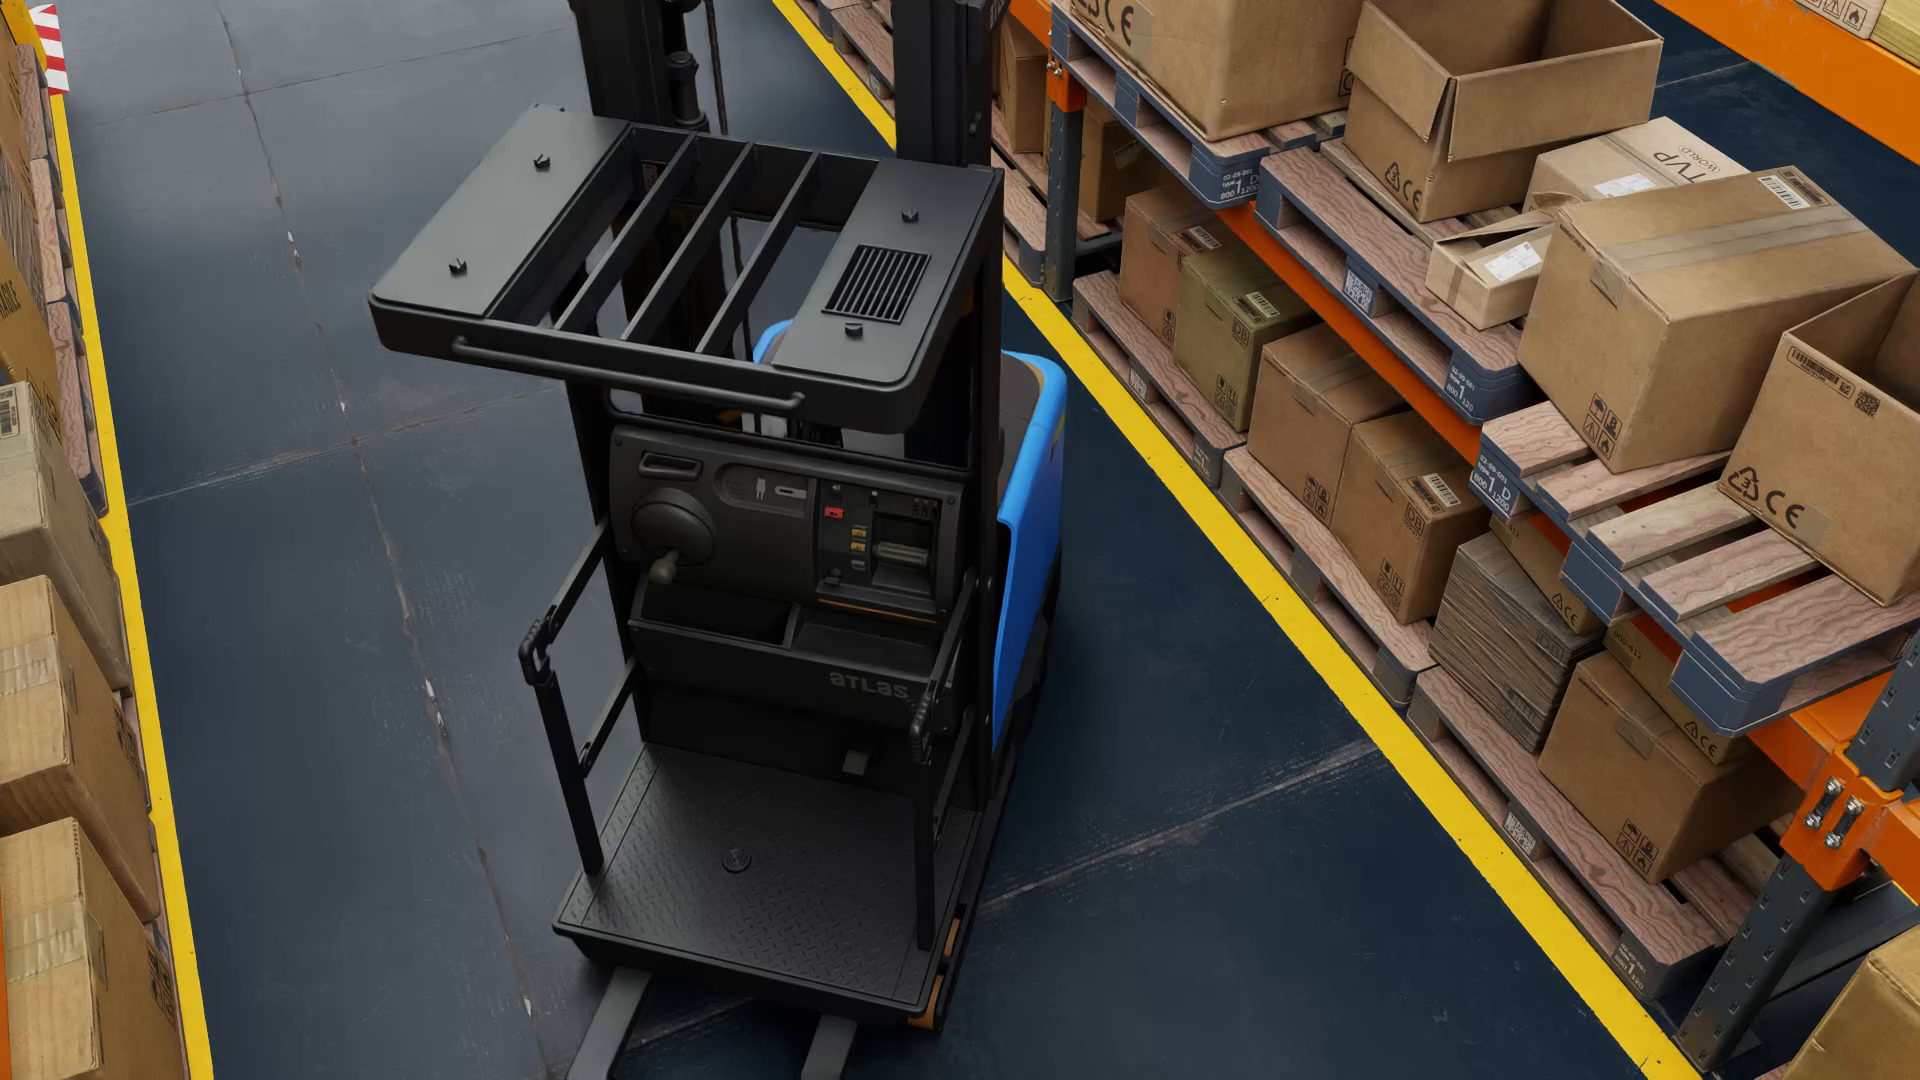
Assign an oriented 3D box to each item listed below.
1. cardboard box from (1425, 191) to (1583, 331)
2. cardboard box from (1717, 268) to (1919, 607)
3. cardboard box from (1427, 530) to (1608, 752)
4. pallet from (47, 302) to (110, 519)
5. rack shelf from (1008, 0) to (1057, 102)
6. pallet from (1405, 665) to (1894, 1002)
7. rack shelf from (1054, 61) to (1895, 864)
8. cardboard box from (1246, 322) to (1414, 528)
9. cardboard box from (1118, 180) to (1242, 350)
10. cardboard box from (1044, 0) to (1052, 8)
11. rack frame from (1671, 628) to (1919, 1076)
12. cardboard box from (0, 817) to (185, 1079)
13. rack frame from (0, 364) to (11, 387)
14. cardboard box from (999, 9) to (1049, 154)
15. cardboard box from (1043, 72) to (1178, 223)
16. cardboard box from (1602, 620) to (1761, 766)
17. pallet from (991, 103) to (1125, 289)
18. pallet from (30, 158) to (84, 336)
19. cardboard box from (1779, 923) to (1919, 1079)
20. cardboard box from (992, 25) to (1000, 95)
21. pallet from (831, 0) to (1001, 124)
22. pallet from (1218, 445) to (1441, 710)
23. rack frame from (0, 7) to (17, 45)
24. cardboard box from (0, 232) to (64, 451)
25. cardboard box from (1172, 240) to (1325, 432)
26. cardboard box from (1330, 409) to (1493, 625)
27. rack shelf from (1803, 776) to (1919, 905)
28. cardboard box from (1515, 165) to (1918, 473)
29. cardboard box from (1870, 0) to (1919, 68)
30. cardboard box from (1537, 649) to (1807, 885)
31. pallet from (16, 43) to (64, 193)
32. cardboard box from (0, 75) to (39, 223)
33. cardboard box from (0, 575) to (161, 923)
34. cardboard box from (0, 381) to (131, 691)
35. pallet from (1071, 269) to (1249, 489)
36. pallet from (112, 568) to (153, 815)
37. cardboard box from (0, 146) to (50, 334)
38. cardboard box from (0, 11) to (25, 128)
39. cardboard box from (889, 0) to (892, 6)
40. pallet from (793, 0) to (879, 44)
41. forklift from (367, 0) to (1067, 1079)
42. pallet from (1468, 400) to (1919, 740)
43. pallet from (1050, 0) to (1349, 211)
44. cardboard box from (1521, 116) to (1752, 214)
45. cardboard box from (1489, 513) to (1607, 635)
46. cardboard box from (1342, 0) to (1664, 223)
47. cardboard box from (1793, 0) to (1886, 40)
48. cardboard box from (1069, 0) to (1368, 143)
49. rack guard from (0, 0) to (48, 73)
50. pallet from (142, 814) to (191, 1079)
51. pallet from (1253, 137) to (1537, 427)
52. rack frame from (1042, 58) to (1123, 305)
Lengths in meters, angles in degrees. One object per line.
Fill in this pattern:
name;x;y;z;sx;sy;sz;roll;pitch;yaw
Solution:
cardboard box;1.582;-0.822;4.744;0.396;0.266;0.258;-19;48;-19
cardboard box;2.265;-0.254;4.002;0.500;0.500;0.500;-24;49;-22
cardboard box;1.983;0.225;5.352;0.700;0.500;0.500;-22;49;-21
pallet;-3.945;-0.401;6.506;1.003;0.211;1.213;-18;47;-17
rack shelf;0.005;-3.304;7.976;1.077;0.370;4.000;-18;47;-17
pallet;2.201;0.757;5.332;1.003;0.211;1.213;-18;47;-17
rack shelf;1.687;-0.755;5.392;1.077;0.370;4.000;-18;47;-17
cardboard box;1.504;-0.489;6.077;0.700;0.500;0.500;-22;49;-21
cardboard box;1.085;-1.155;6.752;0.700;0.500;0.500;-22;49;-20
cardboard box;0.489;-2.247;6.570;0.380;0.149;0.250;-18;47;-17
rack frame;2.528;0.263;3.848;1.000;3.000;0.127;-18;47;-17
cardboard box;-2.560;1.344;4.055;1.050;0.750;0.750;-17;47;-17
rack frame;-3.697;-0.886;5.012;1.000;3.000;0.127;-18;47;-17
cardboard box;0.467;-2.175;7.800;0.500;0.500;0.500;-5;45;-5
cardboard box;0.714;-1.812;7.432;0.500;0.500;0.500;-19;48;-19
cardboard box;2.219;0.311;4.732;0.500;0.250;0.500;-16;47;-16
pallet;0.532;-1.711;7.834;1.003;0.211;1.213;-18;47;-17
pallet;-4.462;-1.179;7.295;1.003;0.211;1.213;-18;47;-17
cardboard box;2.799;1.316;3.995;1.225;0.875;0.875;-20;48;-19
cardboard box;0.134;-2.548;8.177;0.500;0.500;0.500;-22;49;-21
pallet;0.015;-2.490;8.623;1.003;0.211;1.213;-18;47;-17
pallet;1.692;-0.019;6.119;1.003;0.211;1.213;-18;47;-17
rack frame;-5.378;-3.435;7.595;1.000;3.000;0.127;-18;47;-17
cardboard box;-3.897;-0.700;6.038;0.875;0.875;0.875;-17;47;-17
cardboard box;1.268;-0.846;6.438;0.700;0.500;0.500;-18;47;-18
cardboard box;1.739;-0.134;5.716;0.700;0.500;0.500;-14;46;-14
rack shelf;3.369;1.794;2.809;1.077;0.370;4.000;-18;47;-17
cardboard box;1.939;-0.581;4.333;0.700;0.500;0.500;-12;46;-12
cardboard box;2.106;-0.982;3.081;0.500;0.250;0.500;-18;47;-17
cardboard box;2.228;0.575;4.998;0.700;0.500;0.500;-20;48;-19
pallet;-4.971;-1.956;8.082;1.003;0.211;1.213;-18;47;-17
cardboard box;-4.661;-1.855;7.208;0.875;0.875;0.875;-19;48;-18
cardboard box;-2.952;0.751;4.656;1.050;0.750;0.750;-18;47;-17
cardboard box;-3.354;0.135;5.281;1.050;0.750;0.750;-18;47;-18
pallet;1.175;-0.798;6.908;1.003;0.211;1.213;-18;47;-17
pallet;-3.304;0.576;5.516;1.003;0.211;1.213;-18;47;-17
cardboard box;-4.280;-1.274;6.619;0.875;0.875;0.875;-18;47;-17
cardboard box;-5.033;-2.415;7.776;0.875;0.875;0.875;-18;47;-17
cardboard box;-0.060;-2.917;8.551;0.500;0.500;0.500;-14;46;-14
pallet;-0.494;-3.266;9.410;1.003;0.211;1.213;-18;47;-17
forklift;-0.506;0.061;4.101;1.130;2.935;3.031;10;46;10
pallet;2.132;-0.091;4.344;1.213;0.211;1.003;-18;47;-17
pallet;1.036;-1.688;5.961;1.003;0.211;1.213;-18;47;-17
cardboard box;2.032;-0.969;4.904;0.500;0.250;0.500;-19;48;-19
cardboard box;1.987;-0.024;5.071;0.500;0.250;0.500;-13;46;-13
cardboard box;1.659;-1.395;5.155;0.797;0.503;0.637;-14;46;-13
cardboard box;1.885;-1.294;3.397;0.500;0.250;0.500;-18;47;-18
cardboard box;1.053;-2.101;5.518;1.000;1.000;1.000;-18;47;-17
rack guard;-5.389;-2.560;8.489;1.175;0.500;0.348;-18;47;-17
pallet;-2.787;1.355;4.726;1.003;0.211;1.213;-18;47;-17
pallet;1.659;-0.918;5.181;1.003;0.211;1.213;-18;47;-17
rack frame;0.846;-2.286;6.431;1.000;3.000;0.127;-18;47;-17
